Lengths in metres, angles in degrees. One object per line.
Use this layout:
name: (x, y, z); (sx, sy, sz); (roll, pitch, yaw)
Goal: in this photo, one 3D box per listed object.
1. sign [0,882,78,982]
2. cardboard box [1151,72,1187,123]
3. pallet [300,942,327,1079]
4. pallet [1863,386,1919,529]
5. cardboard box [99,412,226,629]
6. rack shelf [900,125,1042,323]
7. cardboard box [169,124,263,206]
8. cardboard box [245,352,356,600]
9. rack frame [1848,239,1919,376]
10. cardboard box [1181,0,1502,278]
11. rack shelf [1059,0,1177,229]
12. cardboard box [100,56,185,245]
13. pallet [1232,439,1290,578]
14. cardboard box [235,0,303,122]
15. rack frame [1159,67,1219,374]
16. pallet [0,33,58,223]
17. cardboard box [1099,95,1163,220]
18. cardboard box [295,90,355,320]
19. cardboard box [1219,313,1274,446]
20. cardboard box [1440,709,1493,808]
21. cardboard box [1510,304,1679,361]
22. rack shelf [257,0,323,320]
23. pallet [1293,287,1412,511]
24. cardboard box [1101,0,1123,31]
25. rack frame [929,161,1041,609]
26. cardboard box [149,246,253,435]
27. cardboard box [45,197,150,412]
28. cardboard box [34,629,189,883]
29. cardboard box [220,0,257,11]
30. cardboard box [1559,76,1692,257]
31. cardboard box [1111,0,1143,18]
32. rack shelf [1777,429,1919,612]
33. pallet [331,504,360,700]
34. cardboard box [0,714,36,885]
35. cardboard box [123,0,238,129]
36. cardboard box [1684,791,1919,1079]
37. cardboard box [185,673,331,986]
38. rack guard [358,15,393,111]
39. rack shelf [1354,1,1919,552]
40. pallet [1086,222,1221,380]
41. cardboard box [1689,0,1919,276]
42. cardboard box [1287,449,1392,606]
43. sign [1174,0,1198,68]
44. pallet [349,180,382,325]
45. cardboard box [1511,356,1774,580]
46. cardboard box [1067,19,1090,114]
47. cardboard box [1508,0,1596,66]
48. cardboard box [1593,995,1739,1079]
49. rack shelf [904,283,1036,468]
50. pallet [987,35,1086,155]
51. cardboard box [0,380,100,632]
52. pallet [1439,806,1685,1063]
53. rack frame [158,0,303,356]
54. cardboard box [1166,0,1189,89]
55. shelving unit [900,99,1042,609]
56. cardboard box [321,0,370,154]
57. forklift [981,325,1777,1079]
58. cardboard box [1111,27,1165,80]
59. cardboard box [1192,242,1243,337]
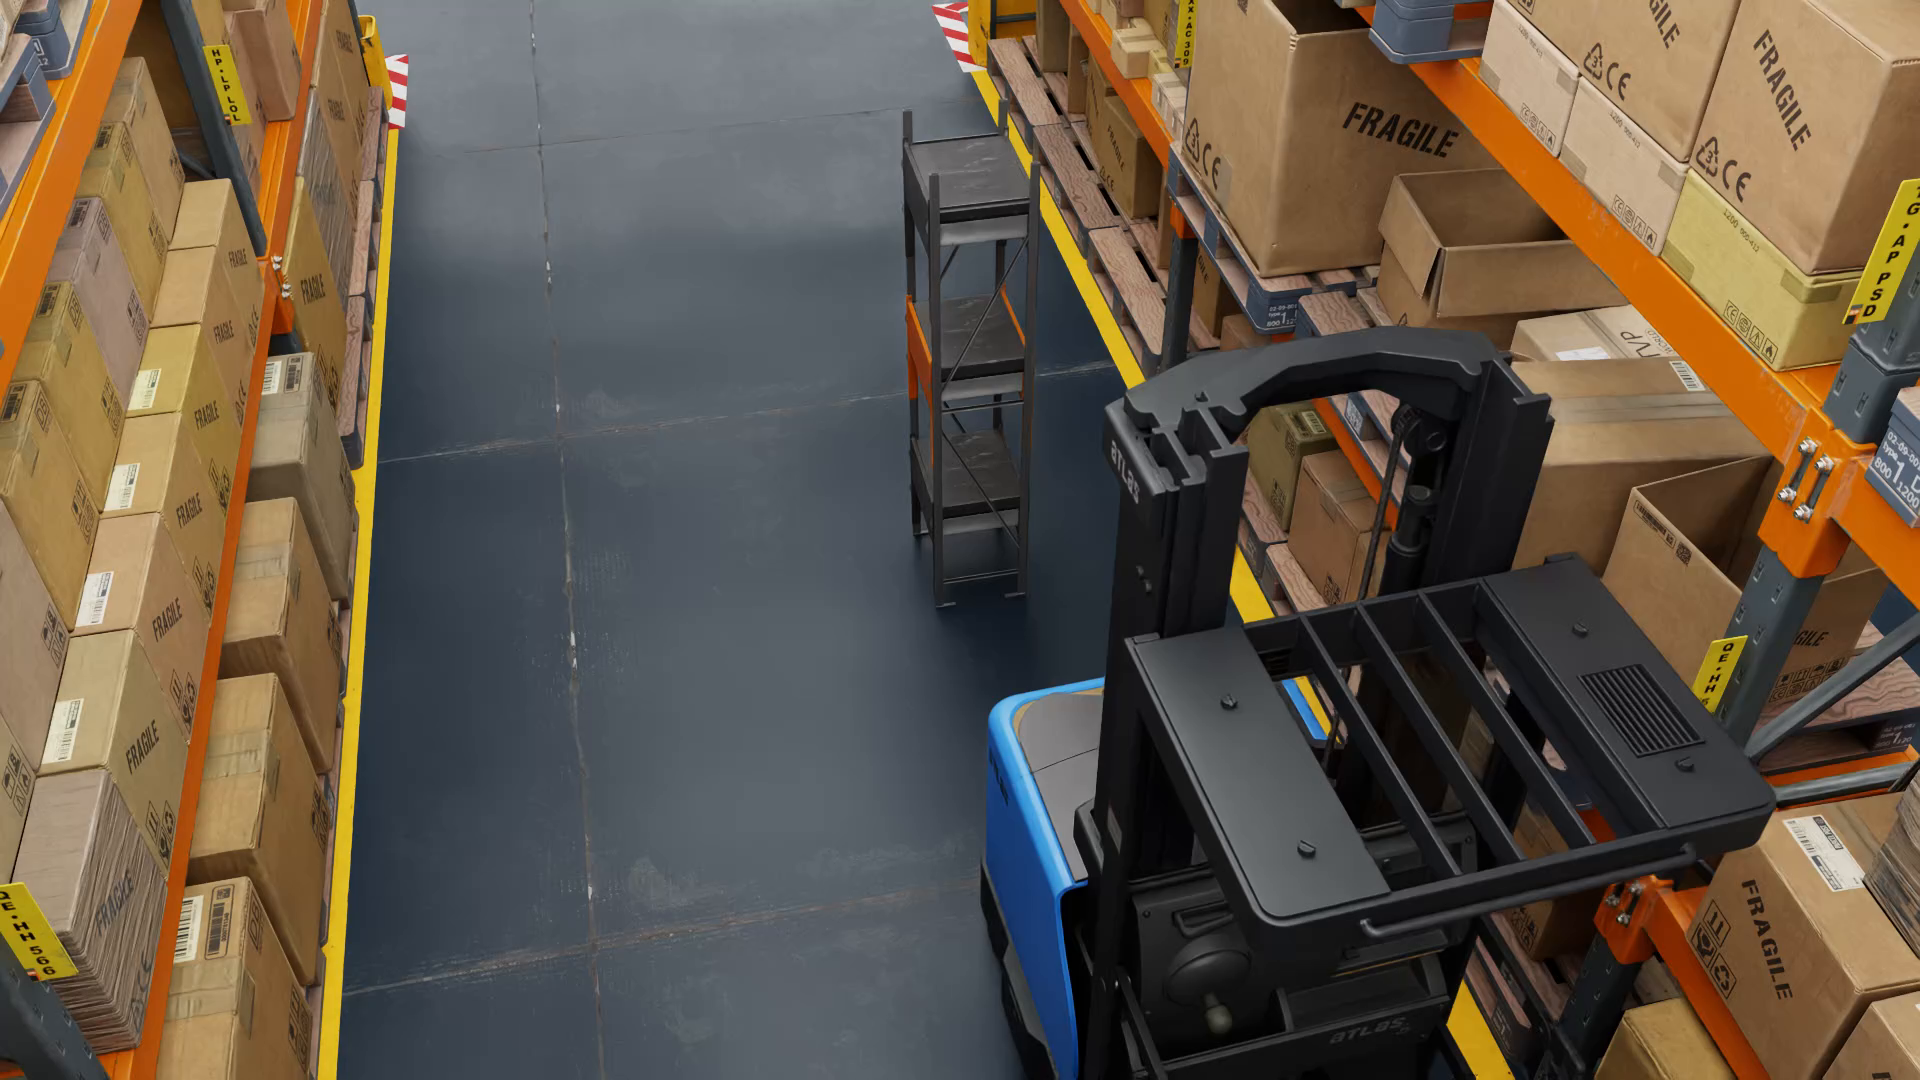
sign: (-1.976, 0.833, 3.521); (0.100, 0.325, 0.005); (-8, 42, -9)
cardboard box: (1.119, -2.084, 7.809); (0.380, 0.149, 0.250); (-8, 42, -9)
pallet: (-2.601, 1.842, 5.298); (1.003, 0.211, 1.213); (-8, 42, -9)
pallet: (2.551, 0.034, 3.117); (1.213, 0.211, 1.003); (-7, 42, -7)
cardboard box: (-2.664, -0.026, 5.226); (0.500, 0.500, 0.500); (-9, 42, -10)
rack shelf: (0.036, -1.191, 6.258); (0.431, 0.518, 0.480); (-8, 42, -9)
cardboard box: (-3.459, -1.566, 6.923); (0.875, 0.550, 0.550); (-8, 42, -9)
cardboard box: (-3.146, -0.198, 6.874); (1.050, 0.750, 0.750); (-9, 42, -10)
rack frame: (2.361, -1.568, 2.520); (1.000, 3.000, 0.127); (-8, 42, -9)
cardboard box: (1.532, -1.764, 6.491); (1.000, 1.000, 1.000); (-8, 42, -9)
rack shelf: (1.066, -2.945, 9.131); (1.077, 0.370, 4.000); (-8, 42, -9)
cardboard box: (-3.255, -1.362, 5.979); (0.700, 0.500, 0.500); (-9, 42, -10)
pallet: (1.667, -0.370, 7.790); (1.003, 0.211, 1.213); (-8, 42, -9)
cardboard box: (-3.601, -2.286, 7.734); (0.875, 0.550, 0.550); (-8, 42, -9)
rack frame: (1.497, -1.917, 7.432); (1.000, 3.000, 0.127); (-8, 42, -9)
pallet: (-2.939, -0.865, 4.129); (1.003, 0.211, 1.213); (-7, 42, -7)
cardboard box: (1.108, -2.166, 9.279); (0.500, 0.500, 0.500); (-12, 43, -13)
cardboard box: (-3.633, -1.636, 8.399); (0.875, 0.875, 0.875); (-8, 42, -9)
cardboard box: (1.609, -0.746, 7.664); (0.700, 0.500, 0.500); (-11, 43, -13)
cardboard box: (2.064, 0.657, 6.084); (0.700, 0.500, 0.500); (-12, 43, -13)
cardboard box: (2.224, -0.545, 5.683); (0.500, 0.250, 0.500); (-9, 42, -10)
rack shelf: (-3.799, -2.299, 8.405); (1.077, 0.370, 4.000); (-8, 42, -9)
pallet: (1.893, -0.530, 6.014); (1.003, 0.211, 1.213); (-8, 42, -9)
cardboard box: (0.942, -2.738, 8.546); (0.380, 0.149, 0.250); (-8, 42, -9)
rack frame: (0.088, -0.520, 6.536); (0.400, 2.100, 0.015); (-8, 42, -9)
cardboard box: (-2.885, -0.682, 5.965); (0.500, 0.500, 0.500); (-9, 42, -10)
cardboard box: (-3.033, -0.702, 5.234); (0.700, 0.500, 0.500); (-8, 42, -9)
cardboard box: (-2.450, 0.624, 4.493); (0.500, 0.500, 0.500); (-9, 42, -10)
cardboard box: (-3.628, -2.686, 7.371); (0.875, 0.550, 0.550); (-8, 42, -9)
cardboard box: (1.898, -0.983, 4.233); (0.500, 0.250, 0.500); (-8, 42, -9)
cardboard box: (1.181, -3.005, 8.358); (0.875, 0.500, 0.500); (-8, 42, -9)
rack shelf: (2.792, 1.119, 2.294); (1.077, 0.370, 4.000); (-8, 42, -9)
pallet: (-3.127, 0.260, 7.080); (1.003, 0.211, 1.213); (-8, 42, -9)
cardboard box: (-2.591, 0.617, 3.749); (0.700, 0.500, 0.500); (-9, 42, -10)
cardboard box: (-3.414, -1.976, 6.572); (0.875, 0.550, 0.550); (-8, 42, -9)
cardboard box: (2.200, 0.992, 4.079); (0.500, 0.500, 0.500); (-7, 42, -8)
cardboard box: (-2.740, 1.031, 5.489); (1.050, 0.750, 0.750); (-8, 42, -9)
rack guard: (-4.236, -2.946, 10.474); (1.175, 0.500, 0.348); (-8, 42, -9)
rack shelf: (1.929, -1.474, 5.215); (1.077, 0.370, 4.000); (-8, 42, -9)
pallet: (1.318, -1.305, 8.843); (1.003, 0.211, 1.213); (-8, 42, -9)
cardboard box: (2.013, -0.944, 3.624); (0.500, 0.500, 0.500); (-7, 42, -8)
cardboard box: (1.815, -0.071, 6.904); (0.700, 0.500, 0.500); (-12, 43, -13)
sign: (0.969, -2.158, 7.052); (0.100, 0.325, 0.005); (-8, 42, -9)
pallet: (-3.722, -1.526, 9.092); (1.003, 0.211, 1.213); (-8, 42, -9)
cardboard box: (1.987, -0.211, 5.118); (0.700, 0.500, 0.500); (-3, 42, -3)
cardboard box: (0.915, -2.943, 10.154); (0.500, 0.500, 0.500); (2, 42, 2)
cardboard box: (1.800, -1.598, 4.361); (0.500, 0.500, 0.500); (-8, 42, -9)
cardboard box: (2.489, 1.763, 4.570); (1.225, 0.875, 0.875); (-10, 43, -11)
rack shelf: (0.036, -0.668, 6.723); (0.431, 0.518, 0.480); (-8, 42, -9)
pallet: (0.791, -2.886, 10.624); (1.003, 0.211, 1.213); (-8, 42, -9)
cardboard box: (-2.815, -0.043, 4.492); (0.700, 0.500, 0.500); (-9, 42, -10)
pallet: (2.193, 1.212, 6.008); (1.003, 0.211, 1.213); (-8, 42, -9)
rack frame: (-3.368, -1.272, 6.705); (1.000, 3.000, 0.127); (-8, 42, -9)
cardboard box: (1.461, -2.366, 7.639); (0.875, 0.500, 0.500); (-8, 42, -9)
shelving unit: (0.036, -0.678, 6.714); (0.431, 2.100, 0.503); (-8, 42, -9)
cardboard box: (-4.020, -2.797, 9.708); (0.875, 0.875, 0.875); (-8, 42, -9)
forklift: (0.951, 1.080, 4.107); (1.130, 2.935, 3.031); (-10, 43, -11)
cardboard box: (0.961, -2.401, 8.166); (0.380, 0.149, 0.250); (-8, 42, -9)
cardboard box: (1.450, -1.405, 8.421); (0.500, 0.500, 0.500); (-10, 42, -11)
